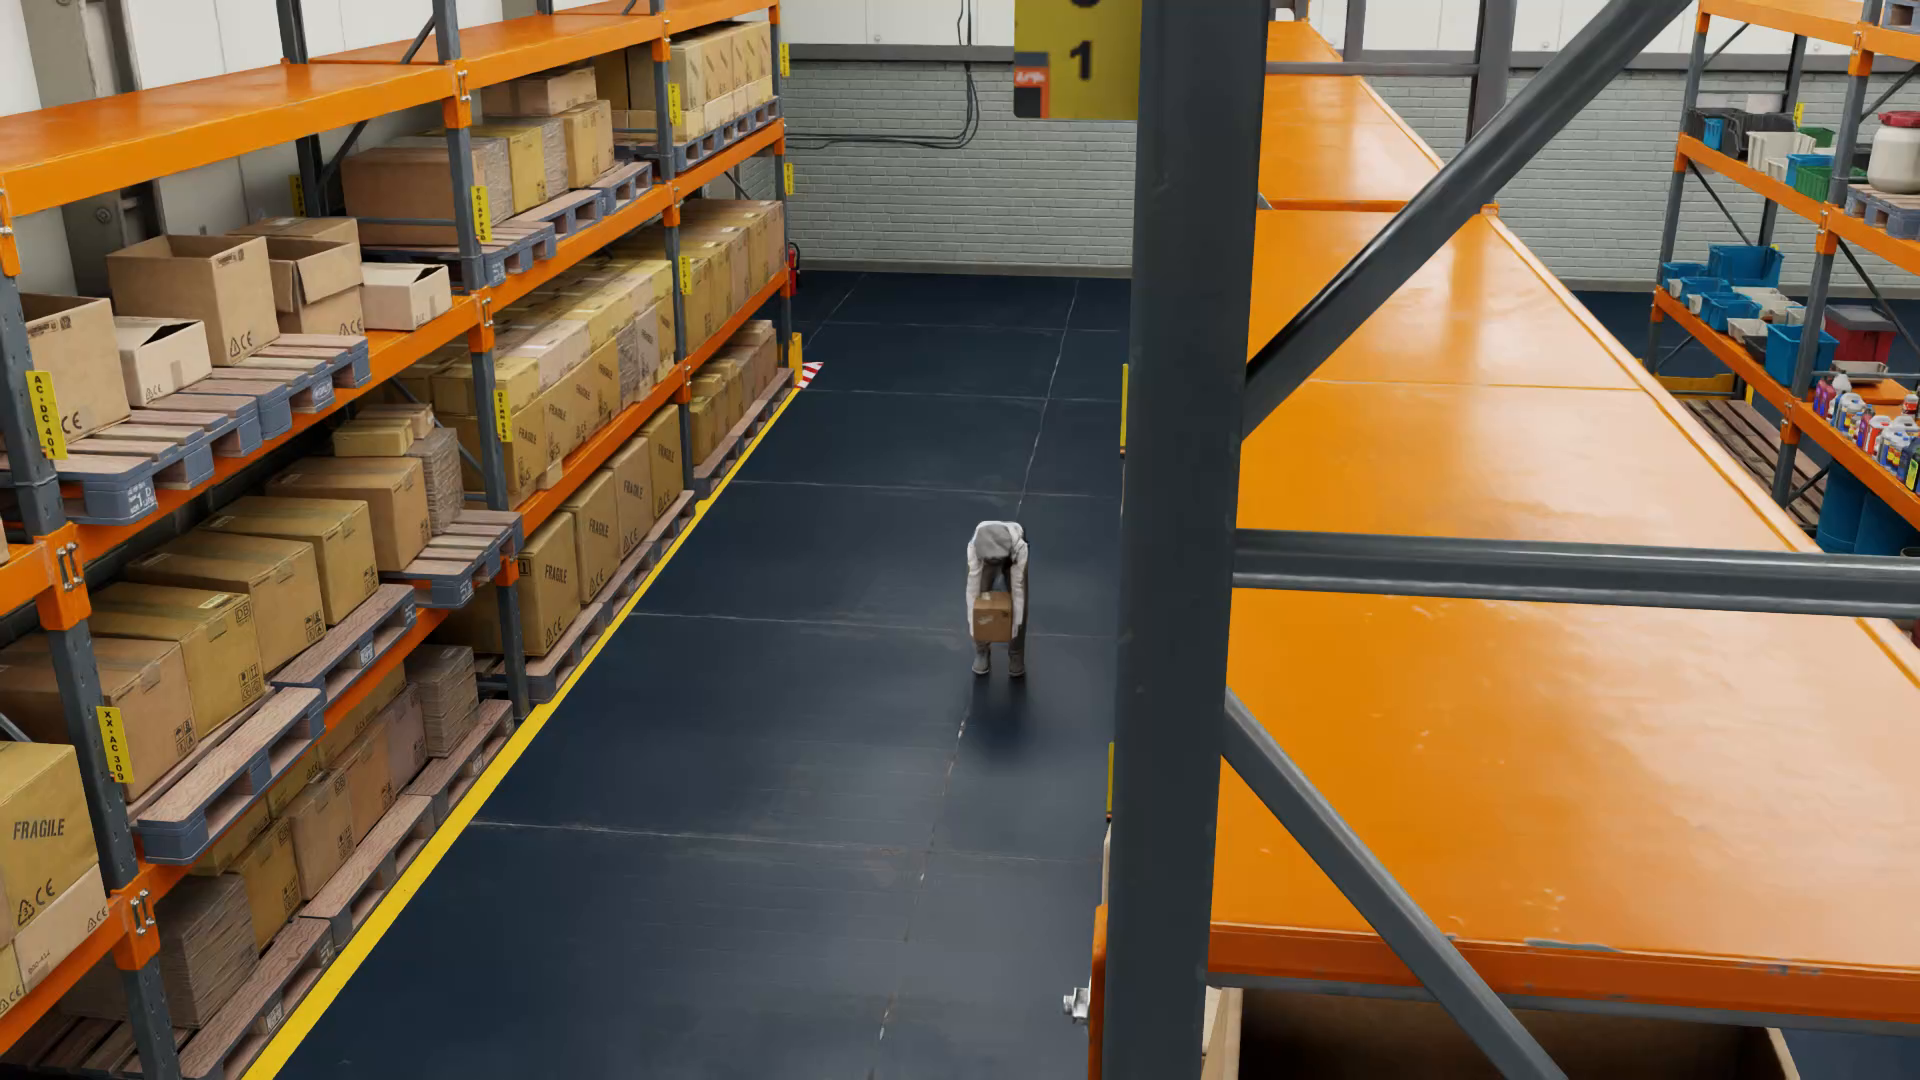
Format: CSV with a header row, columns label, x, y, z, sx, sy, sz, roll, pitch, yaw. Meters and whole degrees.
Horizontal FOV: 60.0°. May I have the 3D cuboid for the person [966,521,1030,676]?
label,x,y,z,sx,sy,sz,roll,pitch,yaw
person,0.247,0.383,11.072,0.404,1.248,0.906,2,21,5
